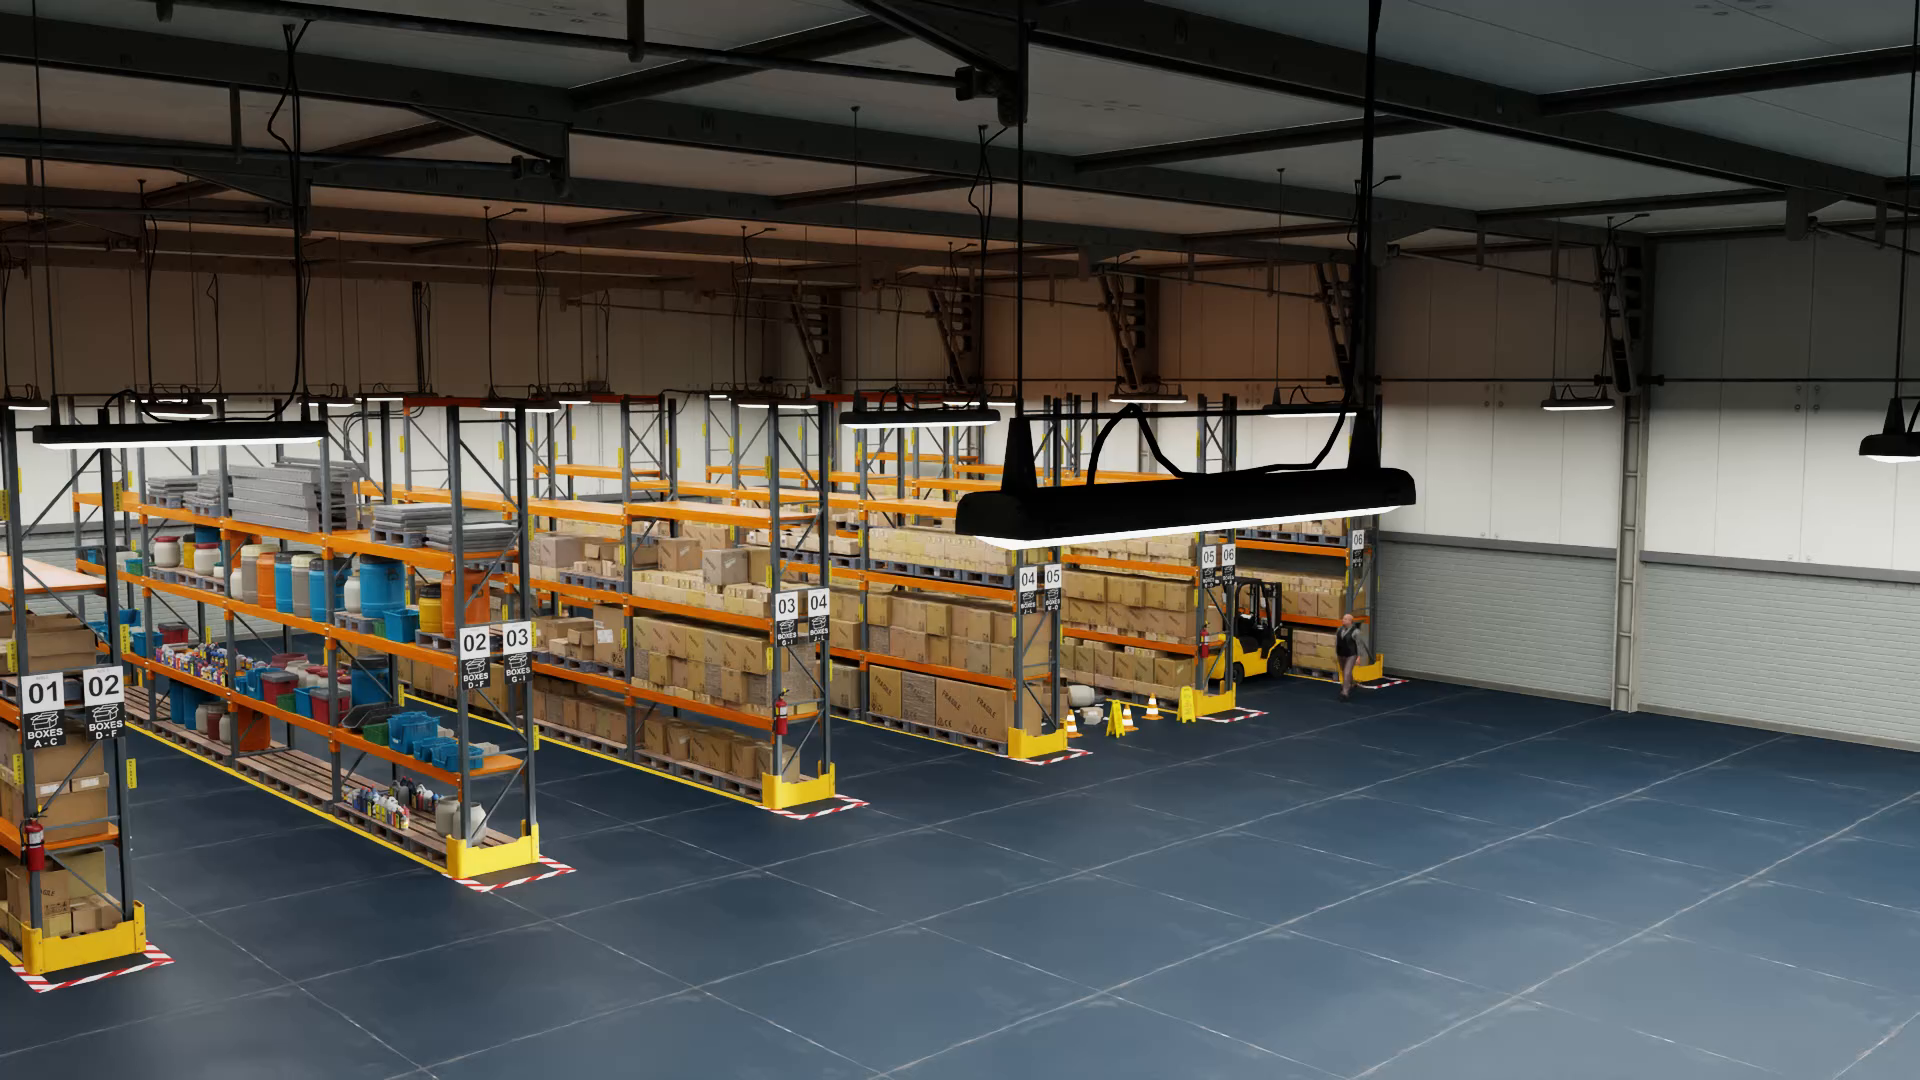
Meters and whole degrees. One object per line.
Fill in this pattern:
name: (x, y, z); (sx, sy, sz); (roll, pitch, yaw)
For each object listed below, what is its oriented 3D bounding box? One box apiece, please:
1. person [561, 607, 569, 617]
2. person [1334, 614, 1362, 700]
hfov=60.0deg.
person: (-8.126, 2.188, 34.286); (1.044, 1.600, 0.524); (5, 7, 41)
person: (7.715, 2.296, 33.019); (0.561, 1.690, 0.964); (5, 7, 39)
